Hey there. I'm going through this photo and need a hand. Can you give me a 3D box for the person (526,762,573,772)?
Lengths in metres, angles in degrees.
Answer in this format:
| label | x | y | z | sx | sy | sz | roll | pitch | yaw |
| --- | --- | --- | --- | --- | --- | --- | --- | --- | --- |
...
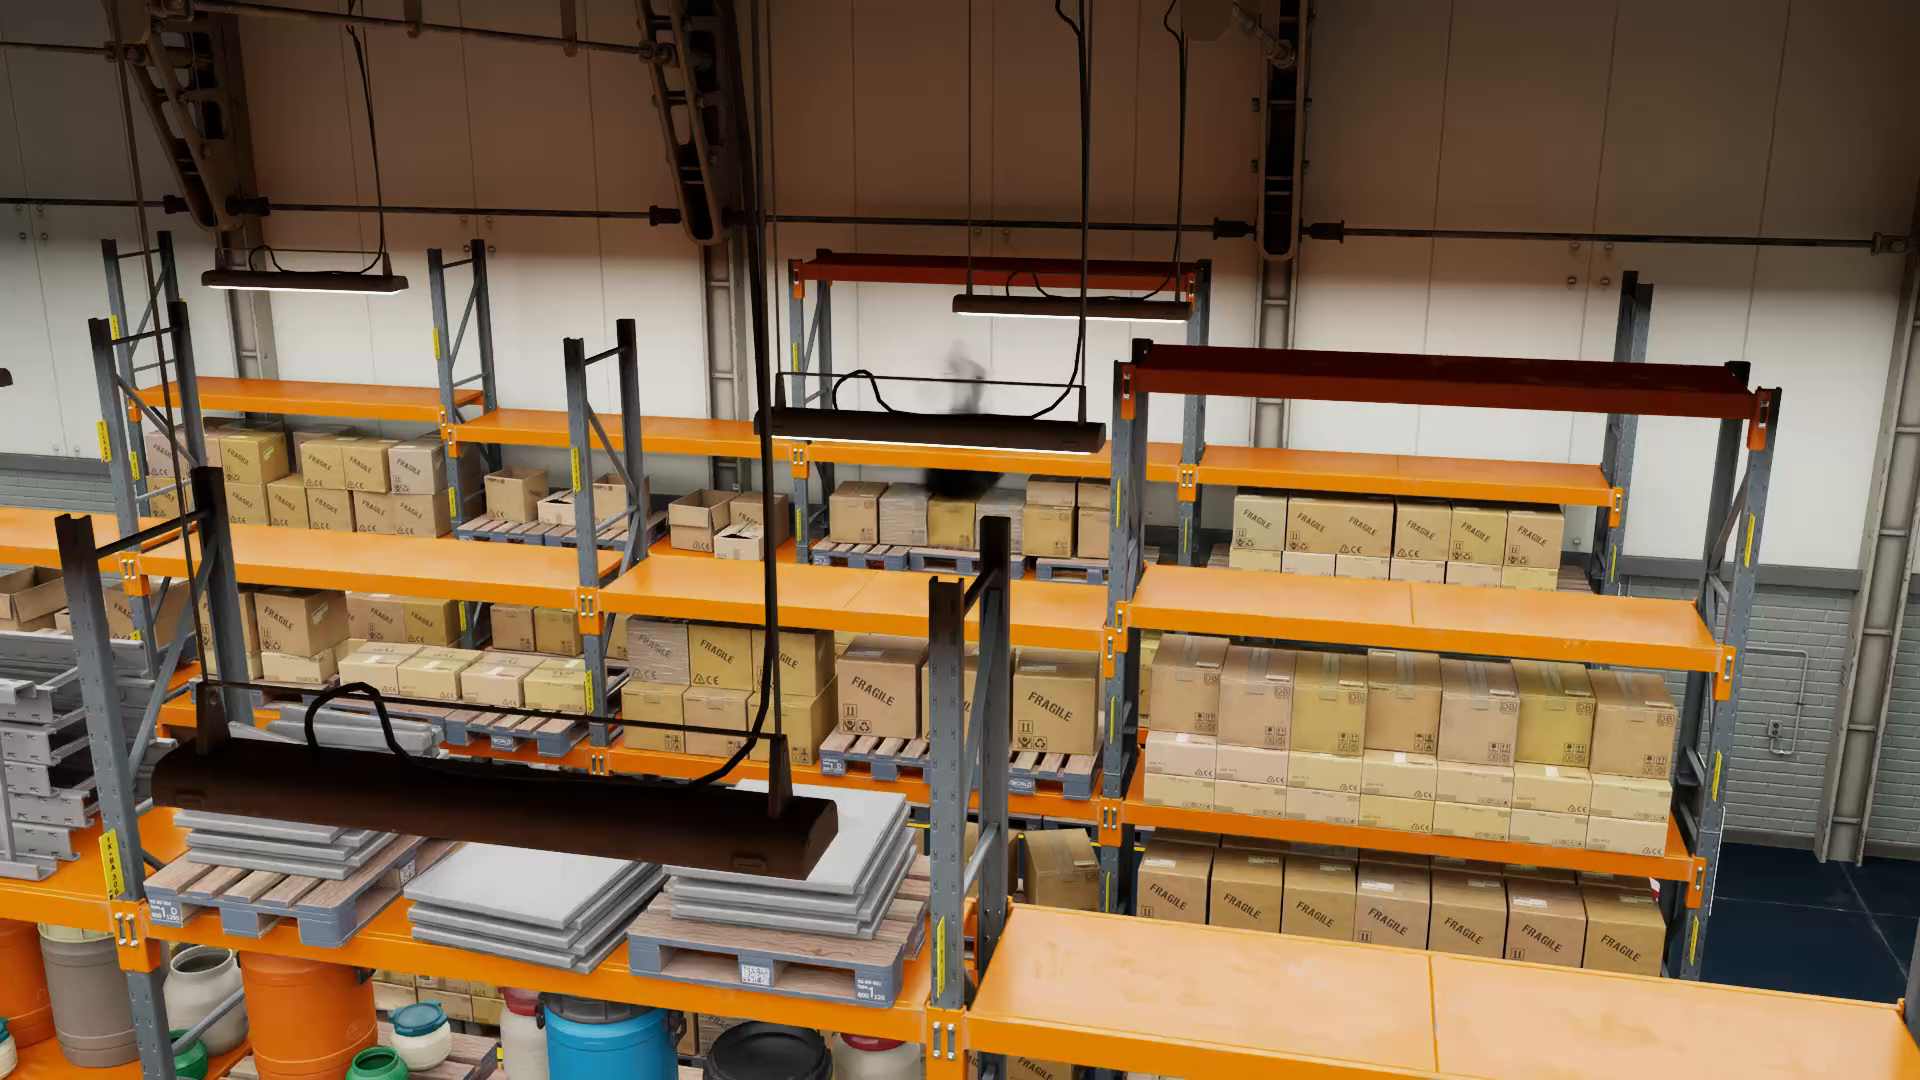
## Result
| label | x | y | z | sx | sy | sz | roll | pitch | yaw |
| --- | --- | --- | --- | --- | --- | --- | --- | --- | --- |
| person | -4.051 | 2.632 | 16.256 | 0.837 | 1.757 | 0.667 | 3 | 17 | 9 |
